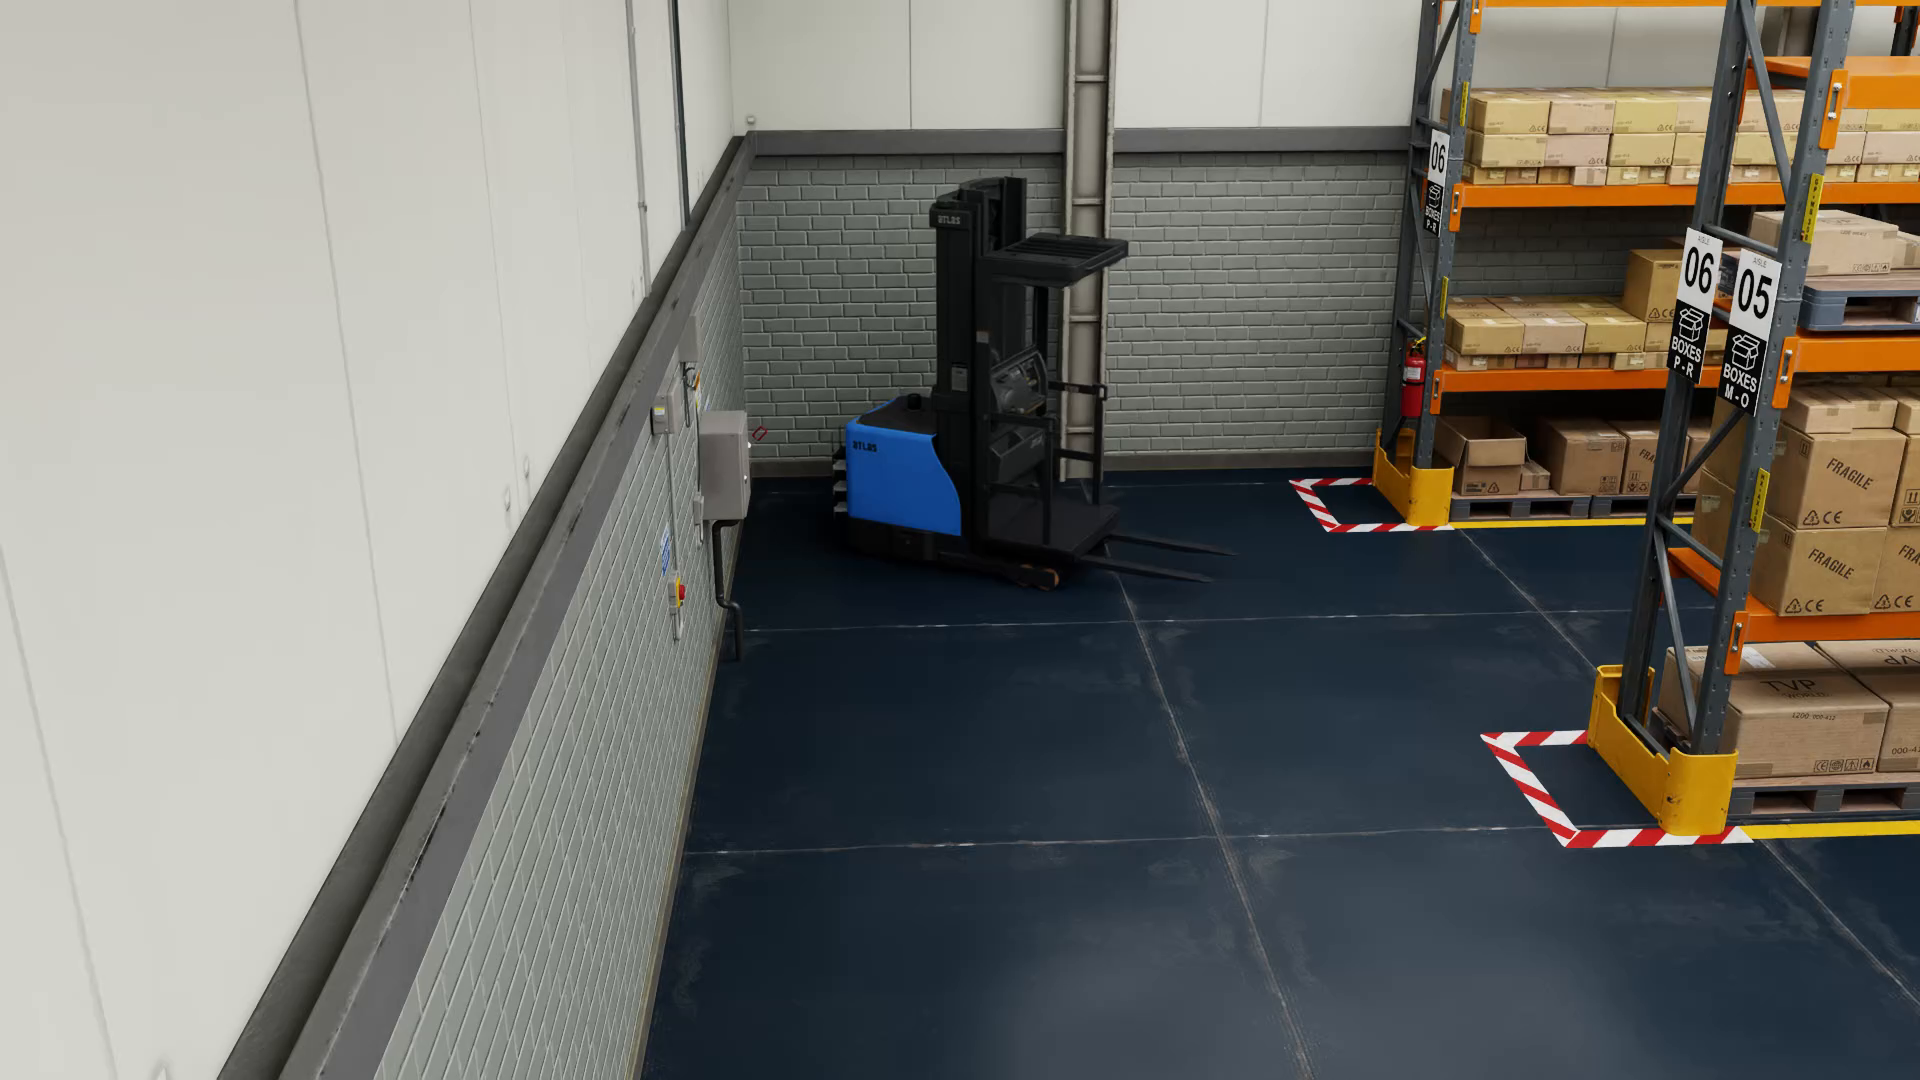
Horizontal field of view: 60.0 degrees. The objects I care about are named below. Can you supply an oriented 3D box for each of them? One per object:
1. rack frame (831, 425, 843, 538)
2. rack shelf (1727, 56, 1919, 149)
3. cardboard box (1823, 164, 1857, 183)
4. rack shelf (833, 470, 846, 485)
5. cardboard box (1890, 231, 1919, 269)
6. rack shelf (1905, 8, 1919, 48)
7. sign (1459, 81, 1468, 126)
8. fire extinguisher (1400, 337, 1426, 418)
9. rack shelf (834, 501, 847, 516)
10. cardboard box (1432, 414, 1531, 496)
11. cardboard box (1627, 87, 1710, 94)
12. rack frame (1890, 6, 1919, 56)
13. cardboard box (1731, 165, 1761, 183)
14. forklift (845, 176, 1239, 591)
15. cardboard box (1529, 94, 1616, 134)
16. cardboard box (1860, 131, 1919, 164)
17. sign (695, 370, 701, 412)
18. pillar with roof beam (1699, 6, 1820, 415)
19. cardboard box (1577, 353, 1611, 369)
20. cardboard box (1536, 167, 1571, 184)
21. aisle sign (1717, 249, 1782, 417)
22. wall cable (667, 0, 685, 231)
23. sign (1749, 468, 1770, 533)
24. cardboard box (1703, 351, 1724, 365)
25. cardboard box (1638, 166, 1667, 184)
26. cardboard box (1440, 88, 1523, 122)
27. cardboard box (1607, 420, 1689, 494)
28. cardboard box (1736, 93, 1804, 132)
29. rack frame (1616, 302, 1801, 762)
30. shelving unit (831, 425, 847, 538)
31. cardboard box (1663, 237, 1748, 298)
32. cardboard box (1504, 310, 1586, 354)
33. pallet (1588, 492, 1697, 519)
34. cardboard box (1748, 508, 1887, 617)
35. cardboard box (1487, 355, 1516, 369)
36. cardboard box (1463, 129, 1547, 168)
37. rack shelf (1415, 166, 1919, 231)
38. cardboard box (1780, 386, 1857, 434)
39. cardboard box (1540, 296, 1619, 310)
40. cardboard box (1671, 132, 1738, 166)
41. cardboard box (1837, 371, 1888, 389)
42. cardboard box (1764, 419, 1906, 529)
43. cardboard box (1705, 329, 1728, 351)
[{"bbox_3d":[-1.003,-0.475,13.605,0.006,0.900,0.240,5,21,12],"label":"rack frame"},{"bbox_3d":[6.111,-2.281,8.538,4.000,0.370,1.077,-1,21,-3],"label":"rack shelf"},{"bbox_3d":[6.965,-2.970,13.344,0.250,0.149,0.380,0,21,-1],"label":"cardboard box"},{"bbox_3d":[-0.904,-0.520,13.564,0.200,0.077,0.258,5,21,12],"label":"rack shelf"},{"bbox_3d":[4.972,-1.565,8.923,0.250,0.149,0.380,-3,21,-7],"label":"cardboard box"},{"bbox_3d":[9.817,-4.125,13.382,4.000,0.370,1.077,-1,21,-3],"label":"rack shelf"},{"bbox_3d":[3.858,-3.340,12.735,0.005,0.325,0.100,-1,21,-3],"label":"sign"},{"bbox_3d":[3.706,-1.345,13.572,0.183,0.674,0.296,-1,21,-3],"label":"fire extinguisher"},{"bbox_3d":[-0.904,-0.268,13.660,0.200,0.077,0.258,5,21,12],"label":"rack shelf"},{"bbox_3d":[4.443,-0.731,14.244,0.637,0.503,0.797,-2,21,-5],"label":"cardboard box"},{"bbox_3d":[5.789,-3.561,13.632,0.500,0.250,0.500,-1,21,-3],"label":"cardboard box"},{"bbox_3d":[7.820,-4.608,13.077,0.127,3.000,1.000,-1,21,-3],"label":"rack frame"},{"bbox_3d":[6.200,-2.964,13.329,0.250,0.149,0.380,-1,21,-3],"label":"cardboard box"},{"bbox_3d":[0.637,-1.200,12.653,3.031,2.935,1.130,10,23,25],"label":"forklift"},{"bbox_3d":[4.793,-3.351,13.081,0.500,0.250,0.500,-1,21,-3],"label":"cardboard box"},{"bbox_3d":[7.353,-3.176,13.325,0.500,0.250,0.500,-1,21,-3],"label":"cardboard box"},{"bbox_3d":[-1.692,-0.948,10.735,0.001,0.242,0.339,-1,21,-3],"label":"sign"},{"bbox_3d":[7.319,-3.385,9.864,0.400,9.000,9.100,-1,21,-3],"label":"pillar with roof beam"},{"bbox_3d":[5.203,-1.545,13.816,0.250,0.149,0.380,-1,21,-2],"label":"cardboard box"},{"bbox_3d":[4.676,-2.945,13.278,0.250,0.149,0.380,-1,21,-3],"label":"cardboard box"},{"bbox_3d":[4.058,-1.070,8.563,0.004,0.787,0.394,-1,21,-3],"label":"aisle sign"},{"bbox_3d":[-1.589,-2.815,8.368,0.029,3.000,2.355,-1,21,-3],"label":"wall cable"},{"bbox_3d":[4.139,-0.204,8.613,0.005,0.325,0.100,-1,21,-3],"label":"sign"},{"bbox_3d":[6.219,-1.587,13.928,0.250,0.149,0.380,-1,21,-2],"label":"cardboard box"},{"bbox_3d":[5.435,-2.948,13.287,0.250,0.149,0.380,-1,21,-4],"label":"cardboard box"},{"bbox_3d":[4.254,-3.536,13.566,0.500,0.250,0.500,-2,21,-5],"label":"cardboard box"},{"bbox_3d":[5.832,-0.709,14.189,0.500,0.500,0.500,-1,21,-2],"label":"cardboard box"},{"bbox_3d":[6.317,-3.392,13.189,0.500,0.250,0.500,-1,21,-2],"label":"cardboard box"},{"bbox_3d":[4.114,0.040,9.300,0.127,3.000,1.000,-1,21,-3],"label":"rack frame"},{"bbox_3d":[-0.904,-0.467,13.584,0.210,0.900,0.258,5,21,12],"label":"shelving unit"},{"bbox_3d":[6.318,-2.288,14.153,0.500,0.500,0.500,-2,21,-5],"label":"cardboard box"},{"bbox_3d":[4.798,-1.716,13.704,0.500,0.250,0.500,-1,21,-2],"label":"cardboard box"},{"bbox_3d":[5.914,-0.461,14.537,1.213,0.211,1.003,-1,21,-3],"label":"pallet"},{"bbox_3d":[4.609,0.086,9.040,0.500,0.500,0.500,-1,21,-3],"label":"cardboard box"},{"bbox_3d":[4.422,-1.536,13.794,0.250,0.149,0.380,-1,21,-2],"label":"cardboard box"},{"bbox_3d":[4.285,-3.106,13.139,0.500,0.250,0.500,-1,21,-4],"label":"cardboard box"},{"bbox_3d":[5.823,-2.829,13.632,4.000,0.370,1.077,-1,21,-3],"label":"rack shelf"},{"bbox_3d":[4.484,-0.686,8.749,0.250,0.149,0.380,-1,21,-2],"label":"cardboard box"},{"bbox_3d":[5.280,-1.914,14.225,0.500,0.250,0.500,-1,21,-1],"label":"cardboard box"},{"bbox_3d":[5.818,-3.148,13.251,0.500,0.250,0.500,-1,21,-4],"label":"cardboard box"},{"bbox_3d":[4.966,-0.904,9.323,0.250,0.149,0.380,-1,21,-4],"label":"cardboard box"},{"bbox_3d":[4.609,-0.382,8.864,0.500,0.500,0.500,-2,21,-4],"label":"cardboard box"},{"bbox_3d":[6.328,-1.755,13.808,0.500,0.250,0.500,-1,21,-3],"label":"cardboard box"}]
